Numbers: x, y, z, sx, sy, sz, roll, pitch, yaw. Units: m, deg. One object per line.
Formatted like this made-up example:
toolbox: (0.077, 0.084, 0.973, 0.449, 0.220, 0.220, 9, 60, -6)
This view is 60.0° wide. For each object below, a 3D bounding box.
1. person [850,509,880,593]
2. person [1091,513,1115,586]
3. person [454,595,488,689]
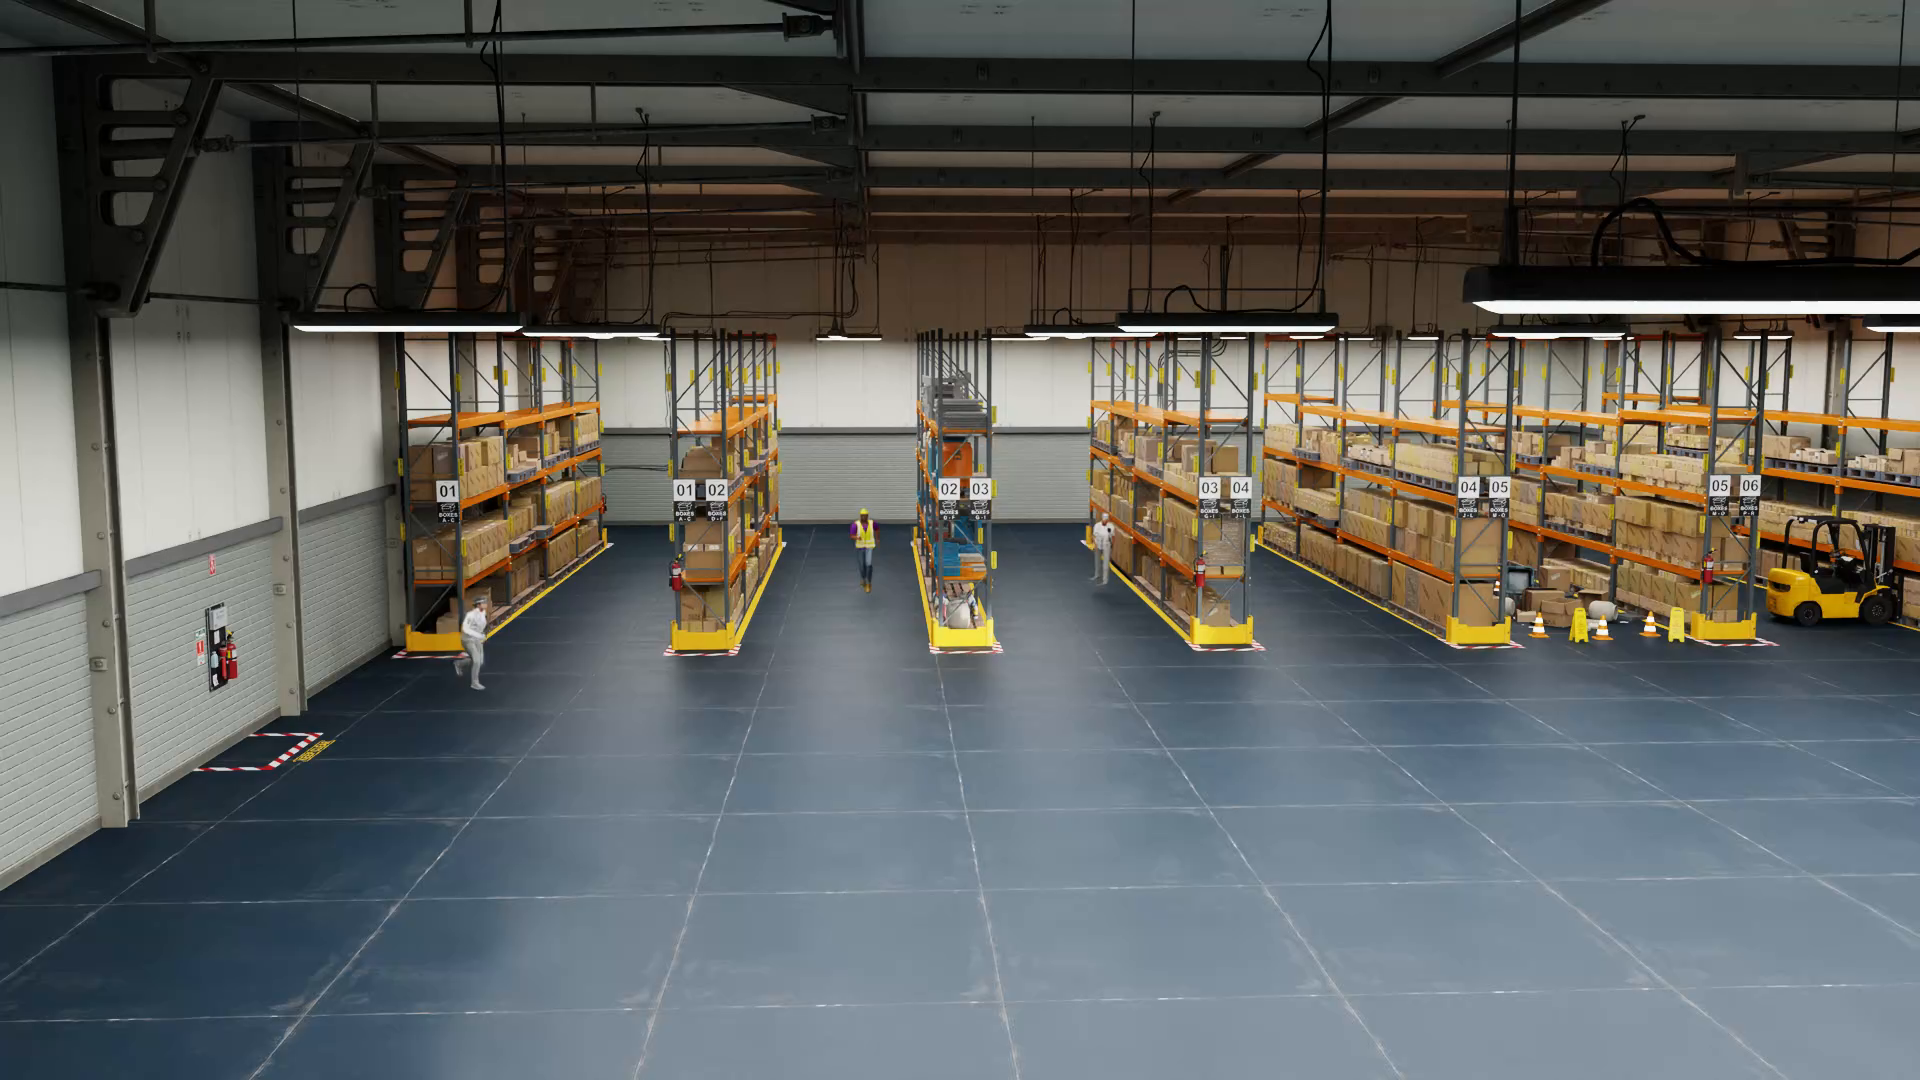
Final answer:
person: (-2.116, 0.234, 36.933, 0.653, 1.874, 0.811, 0, 7, 0)
person: (3.197, 0.180, 37.539, 0.566, 1.592, 0.931, 2, 7, 13)
person: (-8.134, 1.696, 27.639, 0.721, 1.622, 0.605, 3, 7, 23)
